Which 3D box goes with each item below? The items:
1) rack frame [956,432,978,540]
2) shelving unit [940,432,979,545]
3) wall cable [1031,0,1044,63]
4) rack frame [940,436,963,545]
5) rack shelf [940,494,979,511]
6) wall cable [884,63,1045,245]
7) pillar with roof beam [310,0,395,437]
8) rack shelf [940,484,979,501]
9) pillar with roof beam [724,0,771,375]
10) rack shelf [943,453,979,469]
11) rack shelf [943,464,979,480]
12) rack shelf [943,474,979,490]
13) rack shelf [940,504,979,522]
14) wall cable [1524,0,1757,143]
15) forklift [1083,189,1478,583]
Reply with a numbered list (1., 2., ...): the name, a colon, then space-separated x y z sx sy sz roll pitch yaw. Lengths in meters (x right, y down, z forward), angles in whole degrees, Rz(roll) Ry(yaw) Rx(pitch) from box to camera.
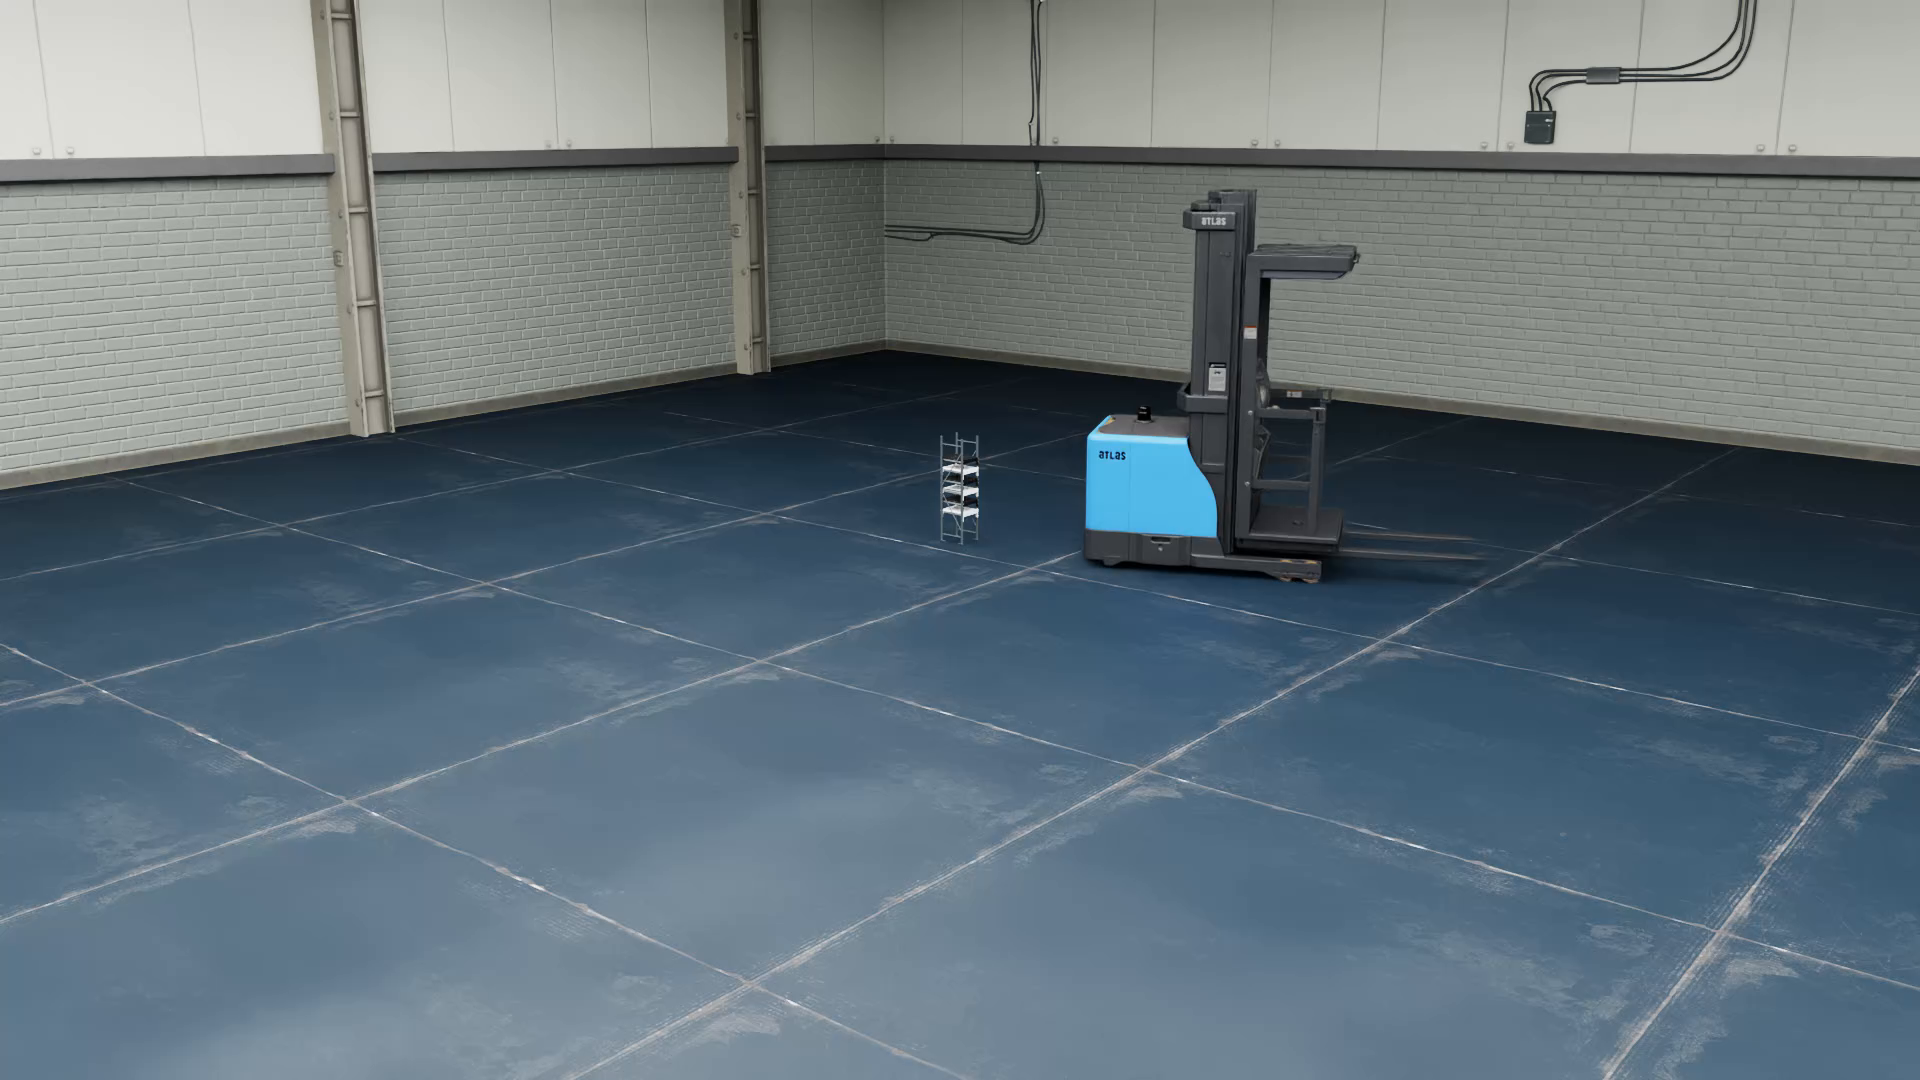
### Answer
1. rack frame: 0.059 -0.454 14.083 0.240 0.900 0.006 11 18 38
2. shelving unit: -0.005 -0.435 14.006 0.258 0.900 0.210 11 18 38
3. wall cable: 2.073 -7.612 21.859 3.097 2.526 0.112 11 18 38
4. rack frame: -0.069 -0.415 13.929 0.240 0.900 0.006 11 18 38
5. rack shelf: -0.005 -0.315 14.036 0.258 0.077 0.200 11 18 38
6. wall cable: -0.031 -5.583 24.129 3.097 2.526 0.112 11 18 38
7. pillar with roof beam: -3.334 -4.913 15.186 9.100 9.000 0.400 11 18 38
8. rack shelf: -0.005 -0.402 14.014 0.258 0.077 0.200 11 18 38
9. pillar with roof beam: 0.437 -6.062 19.709 9.100 9.000 0.400 11 18 38
10. rack shelf: -0.005 -0.664 13.948 0.258 0.077 0.200 11 18 38
11. rack shelf: -0.005 -0.577 13.970 0.258 0.077 0.200 11 18 38
12. rack shelf: -0.005 -0.490 13.992 0.258 0.077 0.200 11 18 38
13. rack shelf: -0.005 -0.228 14.059 0.258 0.077 0.200 11 18 38
14. wall cable: 7.343 -7.264 17.533 2.305 6.003 0.169 11 18 38
15. forklift: 2.563 -1.234 13.028 3.031 2.935 1.130 4 15 14
